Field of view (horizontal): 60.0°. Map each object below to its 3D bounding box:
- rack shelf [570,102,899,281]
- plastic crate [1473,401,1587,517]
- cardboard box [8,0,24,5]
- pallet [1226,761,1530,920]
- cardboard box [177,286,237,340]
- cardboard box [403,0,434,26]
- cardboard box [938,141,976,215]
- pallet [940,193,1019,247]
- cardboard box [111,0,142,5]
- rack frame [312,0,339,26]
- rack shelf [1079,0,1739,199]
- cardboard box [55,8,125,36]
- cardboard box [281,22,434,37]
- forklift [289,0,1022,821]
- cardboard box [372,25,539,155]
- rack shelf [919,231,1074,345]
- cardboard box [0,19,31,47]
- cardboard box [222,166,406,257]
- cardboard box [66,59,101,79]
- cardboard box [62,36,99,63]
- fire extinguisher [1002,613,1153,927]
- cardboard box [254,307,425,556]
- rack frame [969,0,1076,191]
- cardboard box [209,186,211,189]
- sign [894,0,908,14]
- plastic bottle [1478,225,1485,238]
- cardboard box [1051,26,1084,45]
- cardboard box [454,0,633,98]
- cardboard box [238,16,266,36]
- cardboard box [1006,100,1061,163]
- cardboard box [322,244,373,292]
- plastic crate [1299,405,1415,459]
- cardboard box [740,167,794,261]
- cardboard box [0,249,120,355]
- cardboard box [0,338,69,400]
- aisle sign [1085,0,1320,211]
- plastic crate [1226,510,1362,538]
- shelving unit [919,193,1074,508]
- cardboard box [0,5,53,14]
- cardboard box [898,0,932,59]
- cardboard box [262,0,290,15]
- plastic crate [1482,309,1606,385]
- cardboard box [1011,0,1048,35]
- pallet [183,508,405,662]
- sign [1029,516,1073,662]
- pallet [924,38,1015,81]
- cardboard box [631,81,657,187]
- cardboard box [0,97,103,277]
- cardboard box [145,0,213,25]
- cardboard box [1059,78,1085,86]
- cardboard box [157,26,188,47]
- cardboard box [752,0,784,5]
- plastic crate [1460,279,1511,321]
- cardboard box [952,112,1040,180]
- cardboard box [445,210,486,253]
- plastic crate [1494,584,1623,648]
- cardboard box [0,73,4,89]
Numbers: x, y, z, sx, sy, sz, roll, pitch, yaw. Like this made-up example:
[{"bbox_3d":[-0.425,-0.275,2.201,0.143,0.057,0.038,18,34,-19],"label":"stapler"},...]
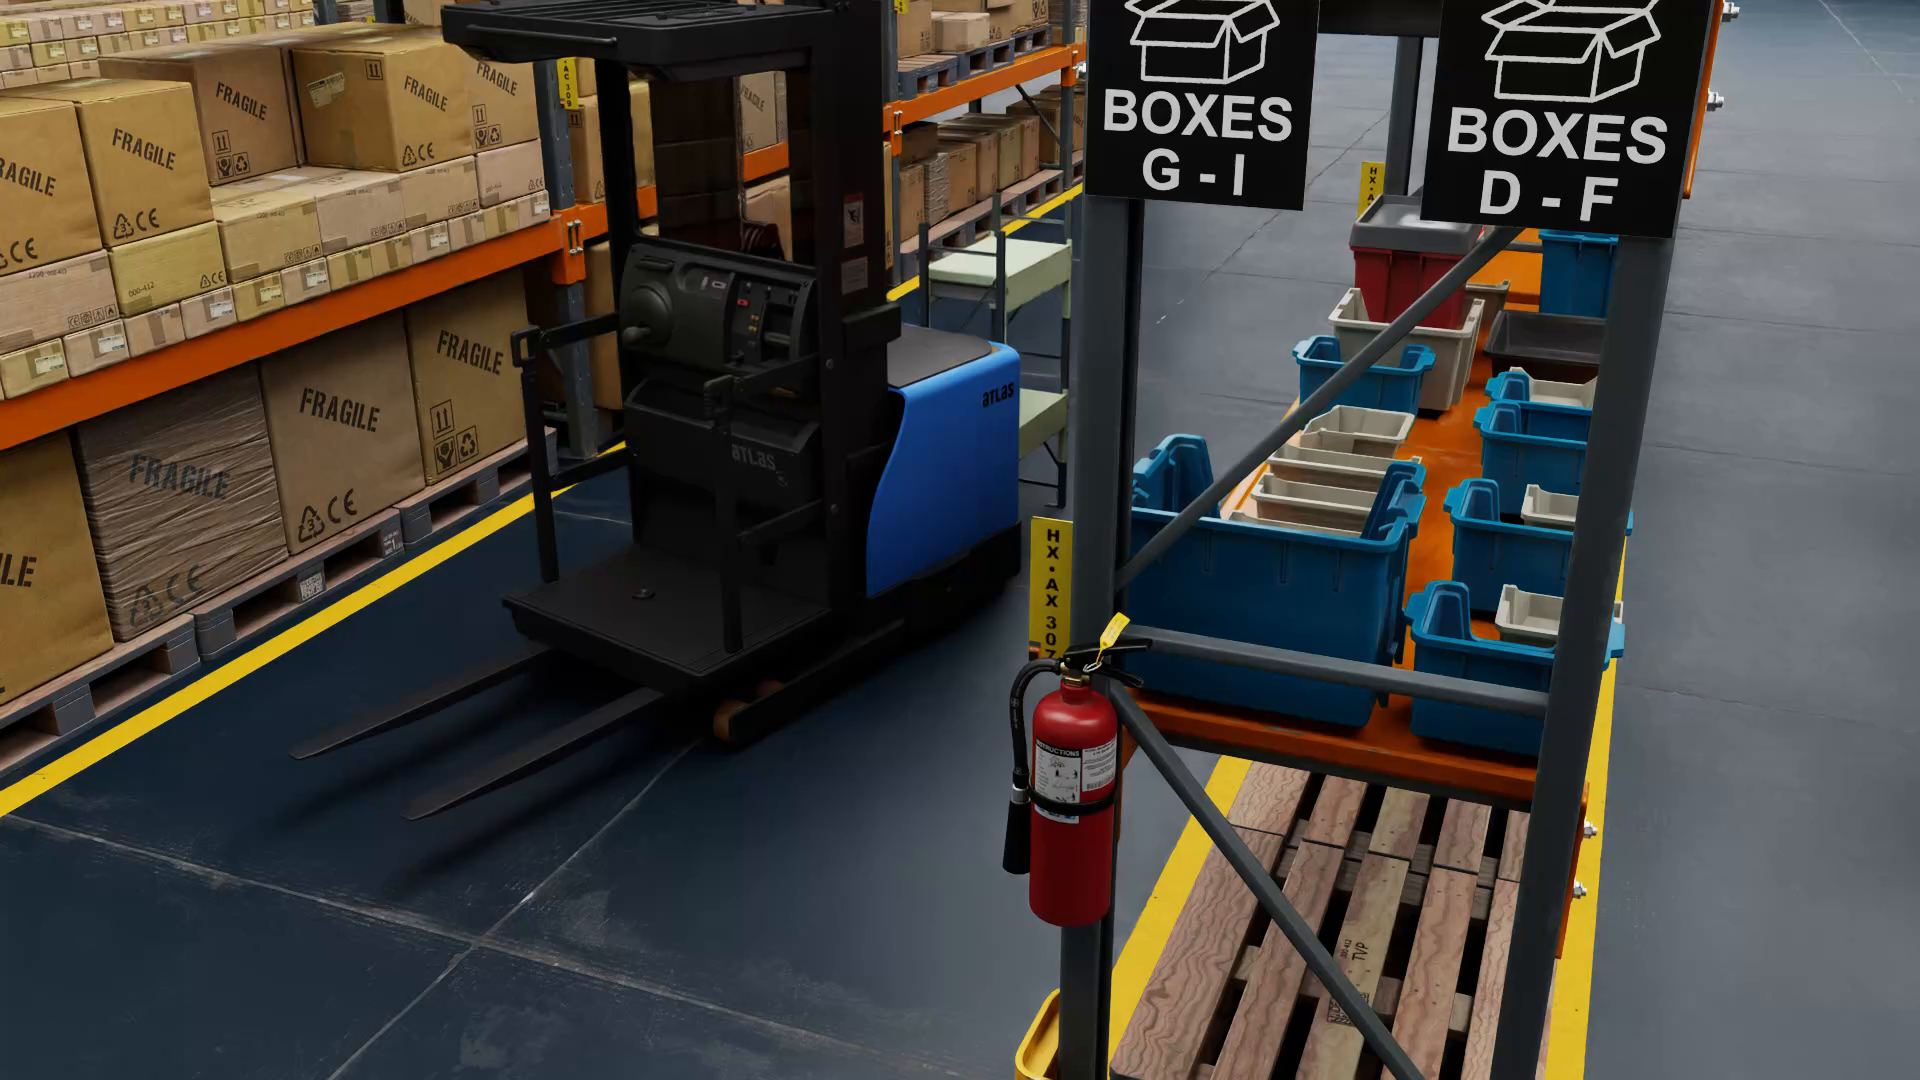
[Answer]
[{"bbox_3d":[-1.663,-2.266,10.218,1.077,0.370,4.000,9,24,20],"label":"rack shelf"},{"bbox_3d":[1.593,-0.205,4.488,0.416,0.233,0.300,9,24,20],"label":"plastic crate"},{"bbox_3d":[-9.409,-5.281,16.282,0.380,0.149,0.250,10,25,23],"label":"cardboard box"},{"bbox_3d":[1.504,0.820,5.513,1.003,0.211,1.213,9,24,20],"label":"pallet"},{"bbox_3d":[-2.978,-0.876,6.280,0.380,0.149,0.250,8,24,19],"label":"cardboard box"},{"bbox_3d":[-4.884,-4.411,14.288,0.500,0.500,0.500,9,24,20],"label":"cardboard box"},{"bbox_3d":[-0.292,-3.011,13.738,0.700,0.500,0.500,11,25,24],"label":"cardboard box"},{"bbox_3d":[-0.174,-2.742,14.040,1.003,0.211,1.213,9,24,20],"label":"pallet"},{"bbox_3d":[-6.230,-3.900,12.203,0.380,0.149,0.250,10,25,23],"label":"cardboard box"},{"bbox_3d":[-5.488,-4.060,13.579,1.000,3.000,0.127,9,24,20],"label":"rack frame"},{"bbox_3d":[1.450,-1.510,4.515,1.077,0.370,4.000,9,24,20],"label":"rack shelf"},{"bbox_3d":[-5.921,-3.519,11.293,0.380,0.149,0.250,10,25,22],"label":"cardboard box"},{"bbox_3d":[-2.821,-2.162,7.870,0.500,0.500,0.500,9,24,20],"label":"cardboard box"},{"bbox_3d":[-1.030,-0.826,5.925,1.130,2.935,3.031,16,28,34],"label":"forklift"},{"bbox_3d":[-2.329,-2.094,7.707,0.500,0.500,0.500,10,24,22],"label":"cardboard box"},{"bbox_3d":[0.171,-1.117,7.466,0.431,0.370,0.720,11,25,24],"label":"rack shelf"},{"bbox_3d":[-6.205,-3.248,10.644,0.380,0.149,0.250,9,24,21],"label":"cardboard box"},{"bbox_3d":[-2.706,-1.387,6.987,0.500,0.250,0.500,9,24,21],"label":"cardboard box"},{"bbox_3d":[-6.018,-3.152,11.185,0.380,0.149,0.250,8,24,18],"label":"cardboard box"},{"bbox_3d":[-6.016,-3.295,11.141,0.380,0.149,0.250,10,25,22],"label":"cardboard box"},{"bbox_3d":[0.229,0.454,3.354,0.296,0.674,0.183,9,24,20],"label":"fire extinguisher"},{"bbox_3d":[-3.060,-0.549,7.385,0.875,0.875,0.875,9,24,20],"label":"cardboard box"},{"bbox_3d":[0.565,-4.746,15.219,1.000,3.000,0.127,9,24,20],"label":"rack frame"},{"bbox_3d":[-3.391,-1.281,6.734,0.500,0.250,0.500,9,24,20],"label":"cardboard box"},{"bbox_3d":[-0.404,-3.770,11.382,0.100,0.325,0.005,9,24,20],"label":"sign"},{"bbox_3d":[2.297,-1.389,7.441,0.097,0.201,0.097,0,23,0],"label":"plastic bottle"},{"bbox_3d":[0.925,-4.663,15.349,0.380,0.149,0.250,9,24,20],"label":"cardboard box"},{"bbox_3d":[-2.177,-2.621,8.703,0.797,0.503,0.637,8,24,19],"label":"cardboard box"},{"bbox_3d":[-5.442,-3.843,12.454,0.380,0.149,0.250,9,24,21],"label":"cardboard box"},{"bbox_3d":[0.751,-3.923,15.949,0.500,0.500,0.500,8,24,18],"label":"cardboard box"},{"bbox_3d":[-2.692,-1.151,6.939,0.380,0.149,0.250,8,24,19],"label":"cardboard box"},{"bbox_3d":[1.136,-0.279,4.791,0.298,0.136,0.250,9,24,20],"label":"plastic crate"},{"bbox_3d":[-1.534,-1.966,10.776,1.225,0.875,0.875,9,24,20],"label":"cardboard box"},{"bbox_3d":[-3.276,-0.839,5.676,0.500,0.250,0.500,8,24,19],"label":"cardboard box"},{"bbox_3d":[-3.265,-0.599,5.618,0.380,0.149,0.250,8,24,19],"label":"cardboard box"},{"bbox_3d":[0.408,-0.958,2.779,0.394,0.787,0.004,9,24,20],"label":"aisle sign"},{"bbox_3d":[0.841,0.034,4.041,0.396,0.136,0.243,9,24,20],"label":"plastic crate"},{"bbox_3d":[0.171,-0.757,7.617,0.431,1.500,0.755,11,25,24],"label":"shelving unit"},{"bbox_3d":[-6.521,-3.619,11.532,0.380,0.149,0.250,8,24,18],"label":"cardboard box"},{"bbox_3d":[-0.642,-3.967,12.681,0.700,0.500,0.500,13,26,28],"label":"cardboard box"},{"bbox_3d":[-5.340,-4.082,12.640,0.380,0.149,0.250,8,24,19],"label":"cardboard box"},{"bbox_3d":[2.026,-0.635,5.658,0.437,0.125,0.590,9,24,20],"label":"plastic crate"},{"bbox_3d":[0.140,-4.952,14.390,1.000,1.000,1.000,9,24,20],"label":"cardboard box"},{"bbox_3d":[-3.213,0.103,7.230,1.003,0.211,1.213,9,24,20],"label":"pallet"},{"bbox_3d":[0.190,0.110,3.384,0.100,0.325,0.005,9,24,20],"label":"sign"},{"bbox_3d":[-0.223,-3.940,13.539,1.003,0.211,1.213,9,24,20],"label":"pallet"},{"bbox_3d":[-1.817,-2.238,9.086,0.500,0.500,0.500,9,24,20],"label":"cardboard box"},{"bbox_3d":[-3.277,-1.177,5.513,0.500,0.500,0.500,8,24,19],"label":"cardboard box"},{"bbox_3d":[-5.628,-3.807,11.981,0.380,0.149,0.250,9,24,20],"label":"cardboard box"},{"bbox_3d":[1.363,-4.556,17.464,0.500,0.500,0.500,11,25,25],"label":"cardboard box"},{"bbox_3d":[-5.726,-3.572,11.804,0.380,0.149,0.250,9,24,21],"label":"cardboard box"},{"bbox_3d":[-1.452,-3.331,10.402,0.797,0.503,0.637,9,24,21],"label":"cardboard box"},{"bbox_3d":[1.887,-0.934,6.357,0.396,0.136,0.243,9,24,20],"label":"plastic crate"},{"bbox_3d":[0.317,-3.578,15.098,0.700,0.500,0.500,7,24,16],"label":"cardboard box"},{"bbox_3d":[-2.406,-1.427,7.600,0.380,0.149,0.250,8,24,19],"label":"cardboard box"},{"bbox_3d":[1.300,0.208,3.625,0.250,0.136,0.298,9,24,20],"label":"plastic crate"},{"bbox_3d":[-6.303,-2.882,10.539,0.380,0.149,0.250,9,24,21],"label":"cardboard box"}]
